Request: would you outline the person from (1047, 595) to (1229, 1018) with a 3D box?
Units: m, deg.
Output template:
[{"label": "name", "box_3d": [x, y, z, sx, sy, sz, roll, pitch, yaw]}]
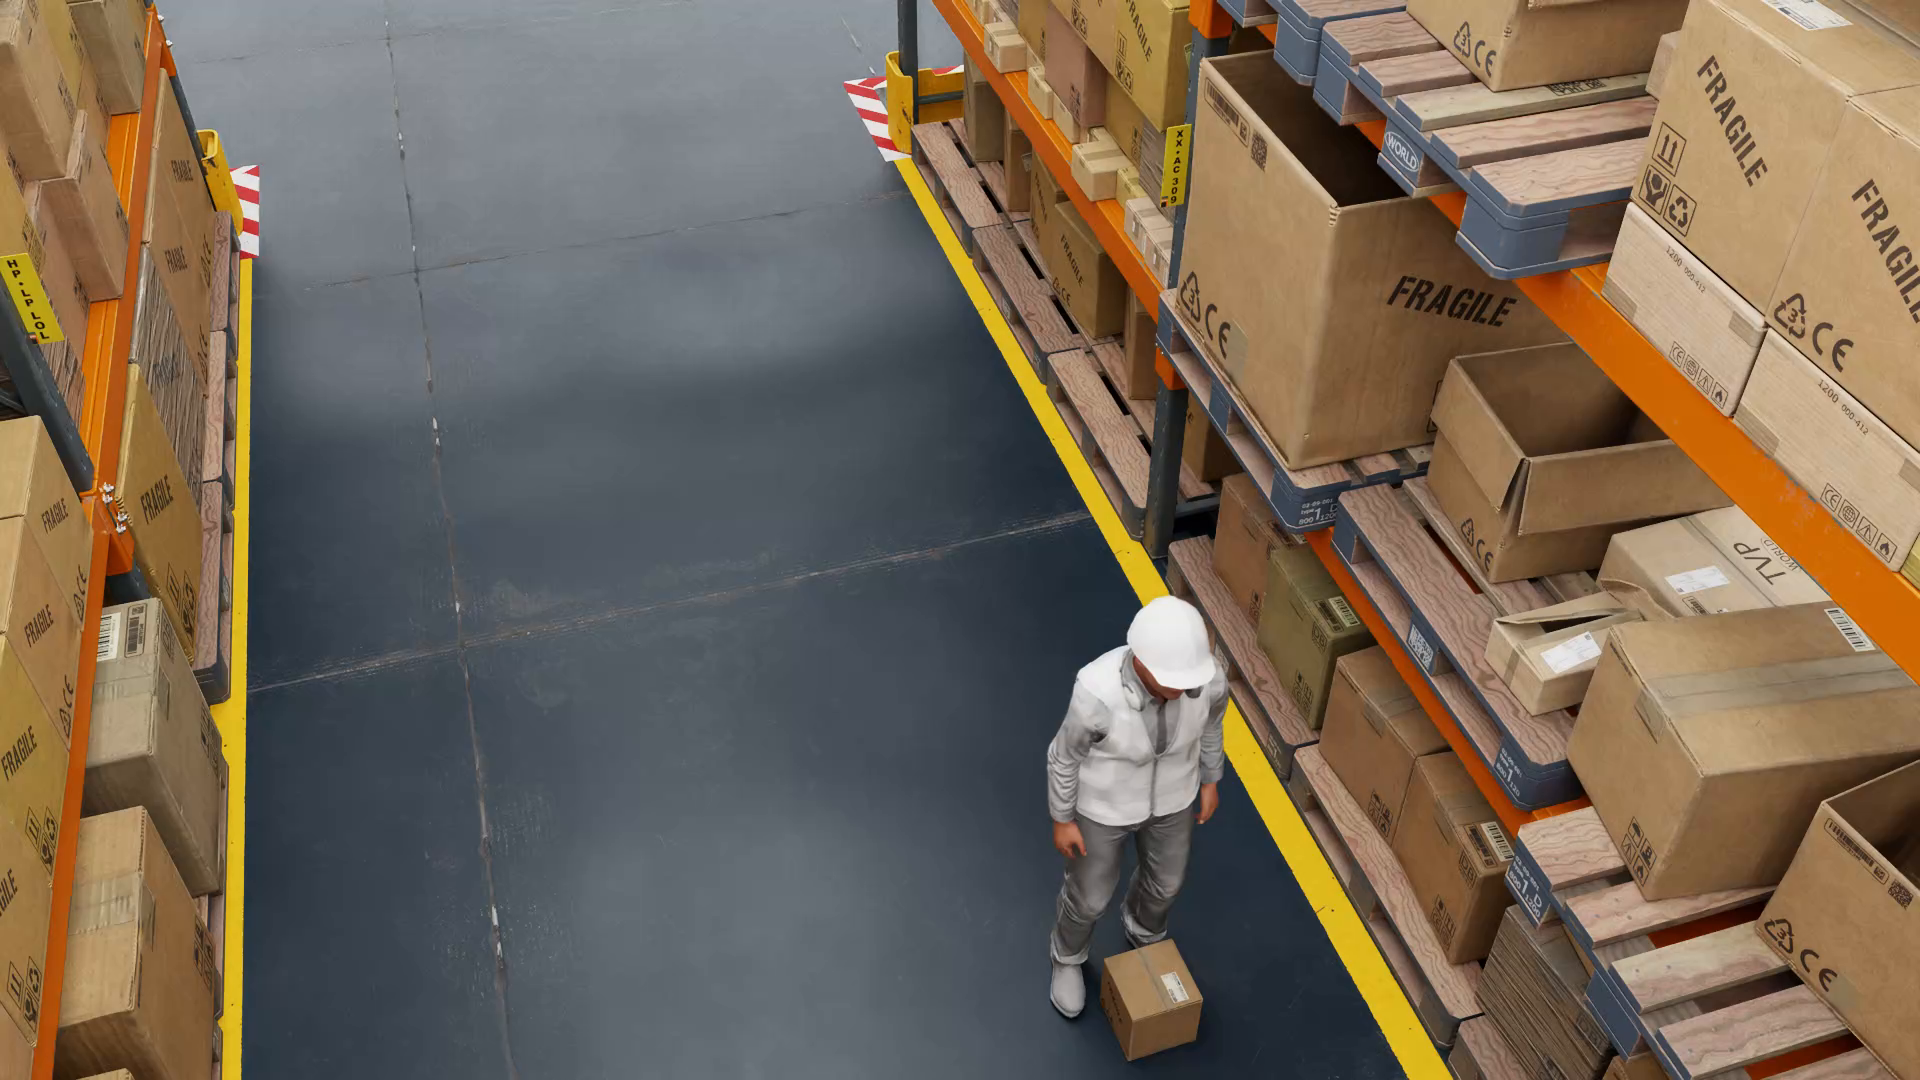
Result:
[{"label": "person", "box_3d": [0.554, 0.813, 5.236, 0.585, 1.771, 0.466, -12, 43, -13]}]
